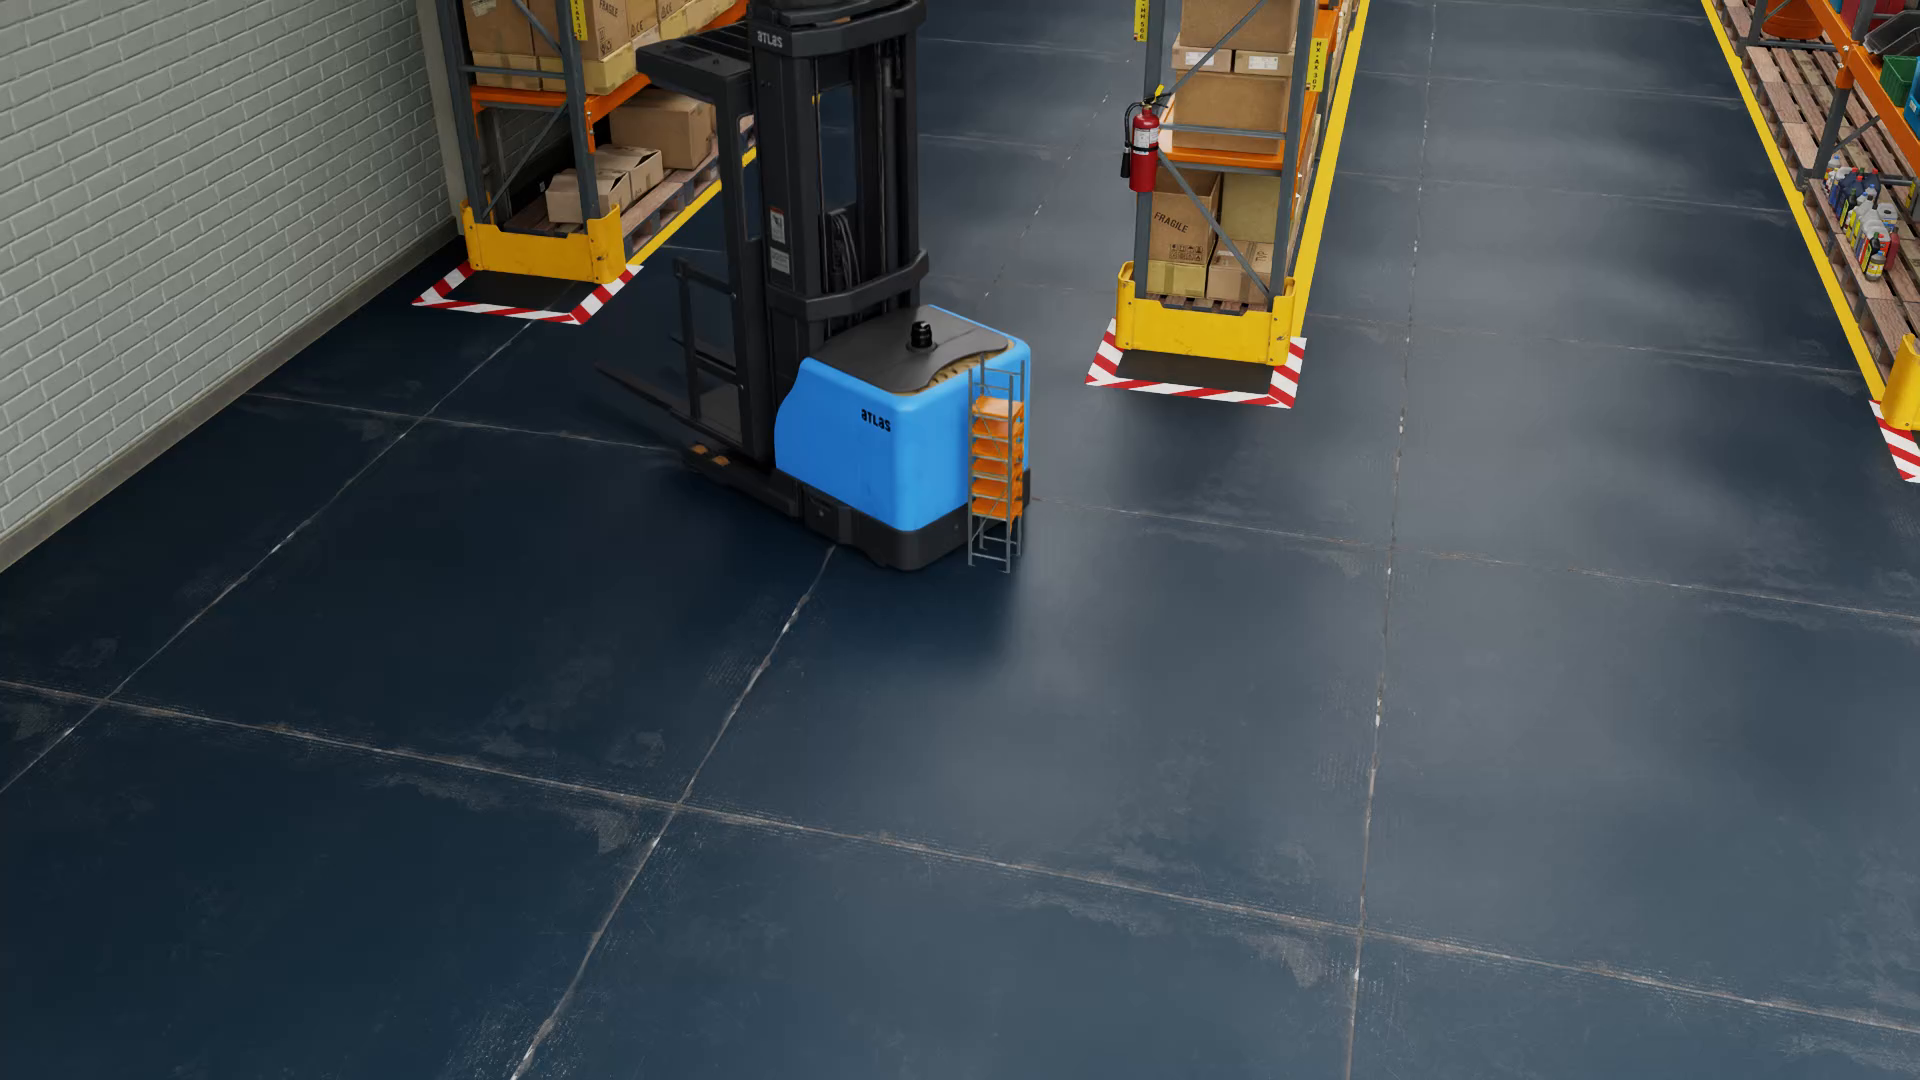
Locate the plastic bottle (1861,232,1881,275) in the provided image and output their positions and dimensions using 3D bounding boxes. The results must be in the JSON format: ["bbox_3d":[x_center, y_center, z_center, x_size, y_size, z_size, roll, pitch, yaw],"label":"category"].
[{"bbox_3d":[6.509,-2.046,11.865,0.061,0.283,0.133,9,33,14],"label":"plastic bottle"}]

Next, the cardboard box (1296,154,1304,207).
[{"bbox_3d":[2.255,-2.710,12.259,0.500,0.500,0.500,8,33,12],"label":"cardboard box"}]

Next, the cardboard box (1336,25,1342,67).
[{"bbox_3d":[3.287,-4.645,15.480,0.500,0.311,0.500,7,33,11],"label":"cardboard box"}]

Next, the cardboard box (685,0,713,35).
[{"bbox_3d":[-2.314,-4.232,13.302,0.500,0.250,0.500,8,33,13],"label":"cardboard box"}]

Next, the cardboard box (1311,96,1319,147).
[{"bbox_3d":[2.635,-3.488,13.484,0.500,0.500,0.500,8,33,12],"label":"cardboard box"}]

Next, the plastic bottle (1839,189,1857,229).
[{"bbox_3d":[6.733,-2.506,12.588,0.061,0.283,0.133,9,34,15],"label":"plastic bottle"}]

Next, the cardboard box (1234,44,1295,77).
[{"bbox_3d":[1.972,-3.098,10.699,0.380,0.149,0.250,8,33,12],"label":"cardboard box"}]

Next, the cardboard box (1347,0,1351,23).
[{"bbox_3d":[3.674,-5.437,16.725,0.500,0.311,0.500,8,33,12],"label":"cardboard box"}]

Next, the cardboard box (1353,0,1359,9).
[{"bbox_3d":[4.086,-6.087,18.019,0.500,0.500,0.500,9,34,14],"label":"cardboard box"}]

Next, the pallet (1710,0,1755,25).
[{"bbox_3d":[8.956,-5.952,18.485,1.003,0.211,1.213,8,33,12],"label":"pallet"}]

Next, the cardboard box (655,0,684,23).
[{"bbox_3d":[-2.444,-4.271,12.664,0.500,0.500,0.500,7,33,11],"label":"cardboard box"}]

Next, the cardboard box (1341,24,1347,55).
[{"bbox_3d":[3.539,-4.941,16.468,0.500,0.250,0.500,9,33,13],"label":"cardboard box"}]

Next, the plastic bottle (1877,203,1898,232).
[{"bbox_3d":[6.857,-2.355,12.357,0.152,0.276,0.135,8,33,12],"label":"plastic bottle"}]

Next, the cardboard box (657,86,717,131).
[{"bbox_3d":[-2.338,-3.943,14.645,0.500,0.500,0.500,6,33,9],"label":"cardboard box"}]

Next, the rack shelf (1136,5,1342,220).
[{"bbox_3d":[2.172,-3.342,12.451,1.077,0.370,4.000,8,33,12],"label":"rack shelf"}]

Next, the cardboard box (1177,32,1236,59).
[{"bbox_3d":[1.642,-3.284,10.991,0.380,0.149,0.250,9,34,14],"label":"cardboard box"}]

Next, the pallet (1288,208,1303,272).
[{"bbox_3d":[2.129,-2.465,13.000,1.003,0.211,1.213,8,33,12],"label":"pallet"}]

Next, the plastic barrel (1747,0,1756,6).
[{"bbox_3d":[8.879,-6.084,17.951,0.600,0.588,0.708,8,33,12],"label":"plastic barrel"}]

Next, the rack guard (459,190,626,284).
[{"bbox_3d":[-3.109,-2.265,12.416,1.175,0.500,0.348,8,33,12],"label":"rack guard"}]

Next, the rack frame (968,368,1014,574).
[{"bbox_3d":[0.157,-0.344,8.743,0.240,1.200,0.006,11,34,17],"label":"rack frame"}]

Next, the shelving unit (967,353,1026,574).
[{"bbox_3d":[0.189,-0.390,8.815,0.258,1.200,0.189,11,34,17],"label":"shelving unit"}]

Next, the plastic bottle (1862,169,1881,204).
[{"bbox_3d":[7.003,-2.693,12.819,0.144,0.351,0.185,8,33,12],"label":"plastic bottle"}]

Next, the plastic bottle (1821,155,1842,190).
[{"bbox_3d":[6.965,-2.936,13.275,0.097,0.271,0.097,0,32,0],"label":"plastic bottle"}]

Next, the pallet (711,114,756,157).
[{"bbox_3d":[-2.249,-3.826,15.141,1.003,0.211,1.213,8,33,12],"label":"pallet"}]

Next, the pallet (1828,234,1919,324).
[{"bbox_3d":[6.951,-1.852,12.037,1.003,0.211,1.213,8,33,12],"label":"pallet"}]

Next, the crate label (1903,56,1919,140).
[{"bbox_3d":[6.660,-2.938,11.113,0.502,0.435,0.616,8,33,12],"label":"crate label"}]

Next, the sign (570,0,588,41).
[{"bbox_3d":[-2.603,-3.572,11.335,0.100,0.325,0.005,8,33,12],"label":"sign"}]

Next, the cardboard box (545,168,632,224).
[{"bbox_3d":[-2.866,-2.678,12.832,0.500,0.311,0.500,4,33,7],"label":"cardboard box"}]

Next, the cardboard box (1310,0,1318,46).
[{"bbox_3d":[2.445,-4.220,13.068,0.700,0.500,0.500,8,33,12],"label":"cardboard box"}]

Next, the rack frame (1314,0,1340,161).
[{"bbox_3d":[2.679,-4.683,13.891,1.000,3.000,0.127,8,33,12],"label":"rack frame"}]

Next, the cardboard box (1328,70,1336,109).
[{"bbox_3d":[3.152,-4.141,15.209,0.500,0.250,0.500,9,33,14],"label":"cardboard box"}]

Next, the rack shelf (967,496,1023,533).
[{"bbox_3d":[0.189,-0.150,8.968,0.258,0.103,0.180,11,34,17],"label":"rack shelf"}]

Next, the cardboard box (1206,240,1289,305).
[{"bbox_3d":[2.015,-1.872,11.641,0.500,0.250,0.500,8,33,12],"label":"cardboard box"}]

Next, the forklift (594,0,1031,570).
[{"bbox_3d":[-1.020,-1.749,9.340,3.031,2.935,1.130,27,41,35],"label":"forklift"}]

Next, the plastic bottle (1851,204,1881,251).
[{"bbox_3d":[6.660,-2.297,12.197,0.144,0.351,0.185,9,34,14],"label":"plastic bottle"}]

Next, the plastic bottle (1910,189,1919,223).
[{"bbox_3d":[7.387,-2.577,12.707,0.152,0.276,0.135,8,33,12],"label":"plastic bottle"}]

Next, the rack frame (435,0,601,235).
[{"bbox_3d":[-3.128,-3.280,11.684,1.000,3.000,0.127,8,33,12],"label":"rack frame"}]

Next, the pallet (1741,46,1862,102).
[{"bbox_3d":[8.251,-4.509,16.216,1.003,0.211,1.213,8,33,12],"label":"pallet"}]

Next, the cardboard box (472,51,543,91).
[{"bbox_3d":[-3.197,-3.494,12.141,0.500,0.250,0.500,8,33,13],"label":"cardboard box"}]

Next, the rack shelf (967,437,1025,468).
[{"bbox_3d":[0.189,-0.454,8.775,0.258,0.103,0.180,11,34,17],"label":"rack shelf"}]

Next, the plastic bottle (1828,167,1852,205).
[{"bbox_3d":[6.909,-2.766,13.004,0.152,0.276,0.135,9,34,14],"label":"plastic bottle"}]

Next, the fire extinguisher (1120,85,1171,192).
[{"bbox_3d":[1.185,-2.577,10.649,0.296,0.674,0.183,8,33,12],"label":"fire extinguisher"}]

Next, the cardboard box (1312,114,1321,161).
[{"bbox_3d":[2.773,-3.430,14.090,0.500,0.250,0.500,8,33,12],"label":"cardboard box"}]

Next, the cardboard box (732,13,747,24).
[{"bbox_3d":[-1.942,-4.871,16.106,0.700,0.500,0.500,9,34,14],"label":"cardboard box"}]

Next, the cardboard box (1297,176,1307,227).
[{"bbox_3d":[2.398,-2.651,12.865,0.500,0.250,0.500,8,33,12],"label":"cardboard box"}]

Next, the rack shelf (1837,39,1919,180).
[{"bbox_3d":[6.962,-2.666,11.387,1.077,0.370,4.000,8,33,12],"label":"rack shelf"}]

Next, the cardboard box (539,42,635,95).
[{"bbox_3d":[-2.697,-3.435,12.049,0.500,0.250,0.500,7,33,11],"label":"cardboard box"}]
